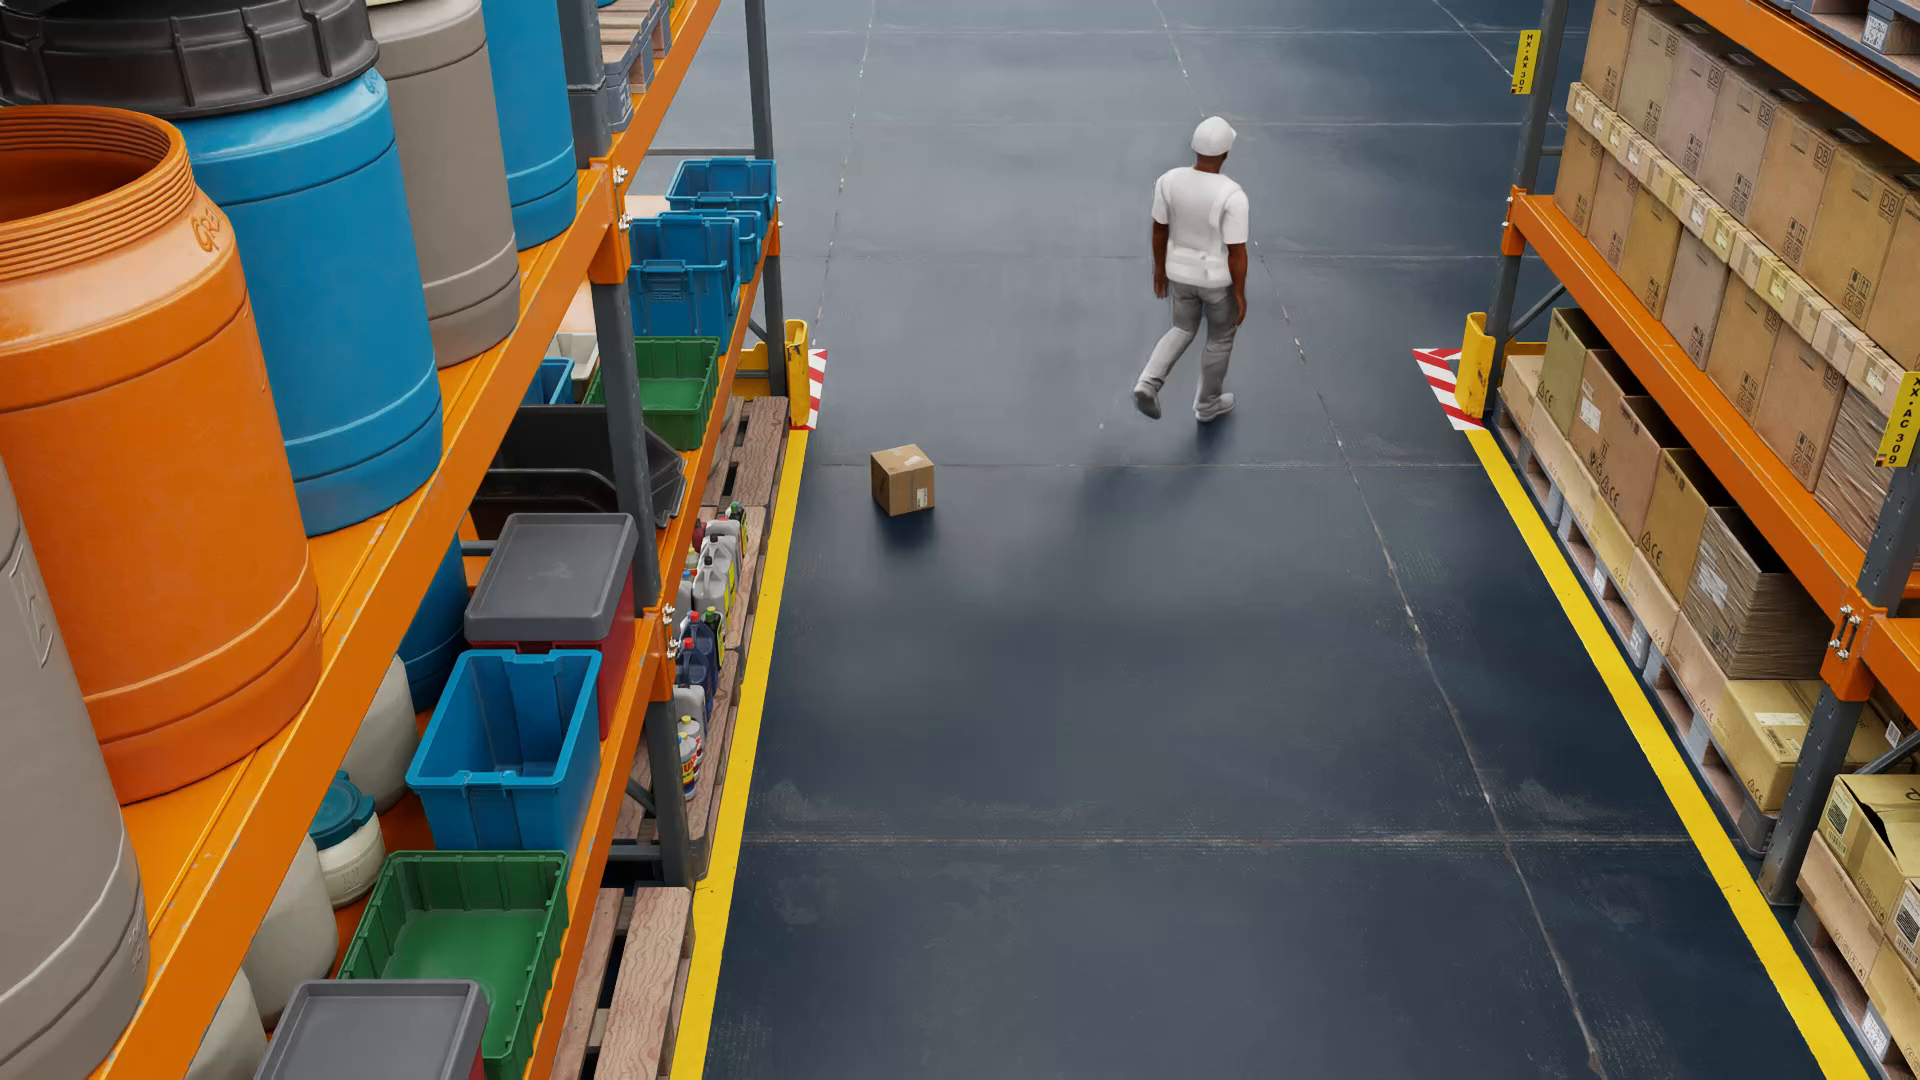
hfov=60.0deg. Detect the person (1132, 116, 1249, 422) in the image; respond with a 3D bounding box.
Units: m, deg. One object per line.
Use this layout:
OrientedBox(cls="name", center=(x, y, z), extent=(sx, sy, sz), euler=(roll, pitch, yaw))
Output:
OrientedBox(cls="person", center=(1.278, -1.408, 8.898), extent=(0.588, 1.747, 0.706), euler=(23, 38, 32))
